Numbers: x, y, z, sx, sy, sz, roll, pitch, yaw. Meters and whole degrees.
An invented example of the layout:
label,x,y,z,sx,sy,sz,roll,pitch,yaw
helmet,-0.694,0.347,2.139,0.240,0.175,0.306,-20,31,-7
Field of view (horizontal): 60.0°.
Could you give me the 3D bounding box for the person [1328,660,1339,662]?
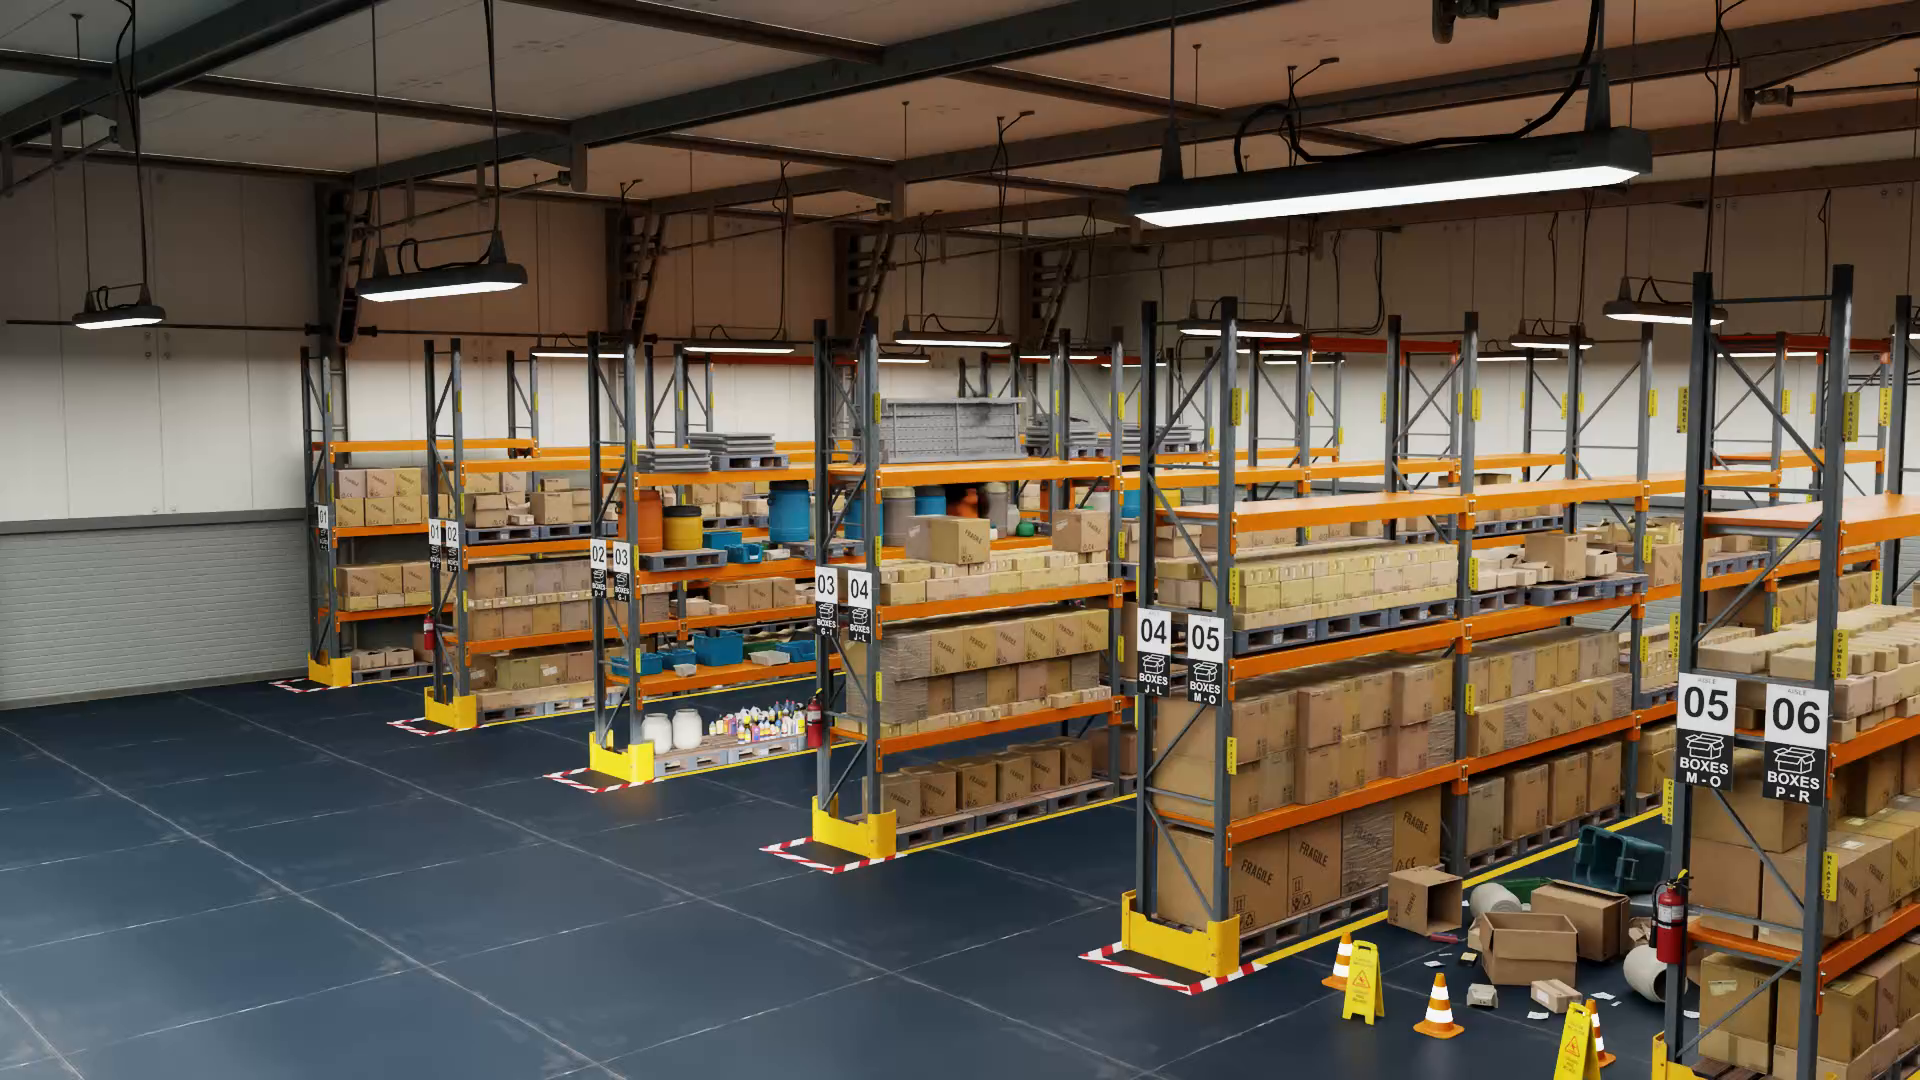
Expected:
label,x,y,z,sx,sy,sz,roll,pitch,yaw
person,4.935,2.422,21.927,0.585,1.736,0.729,5,7,42
